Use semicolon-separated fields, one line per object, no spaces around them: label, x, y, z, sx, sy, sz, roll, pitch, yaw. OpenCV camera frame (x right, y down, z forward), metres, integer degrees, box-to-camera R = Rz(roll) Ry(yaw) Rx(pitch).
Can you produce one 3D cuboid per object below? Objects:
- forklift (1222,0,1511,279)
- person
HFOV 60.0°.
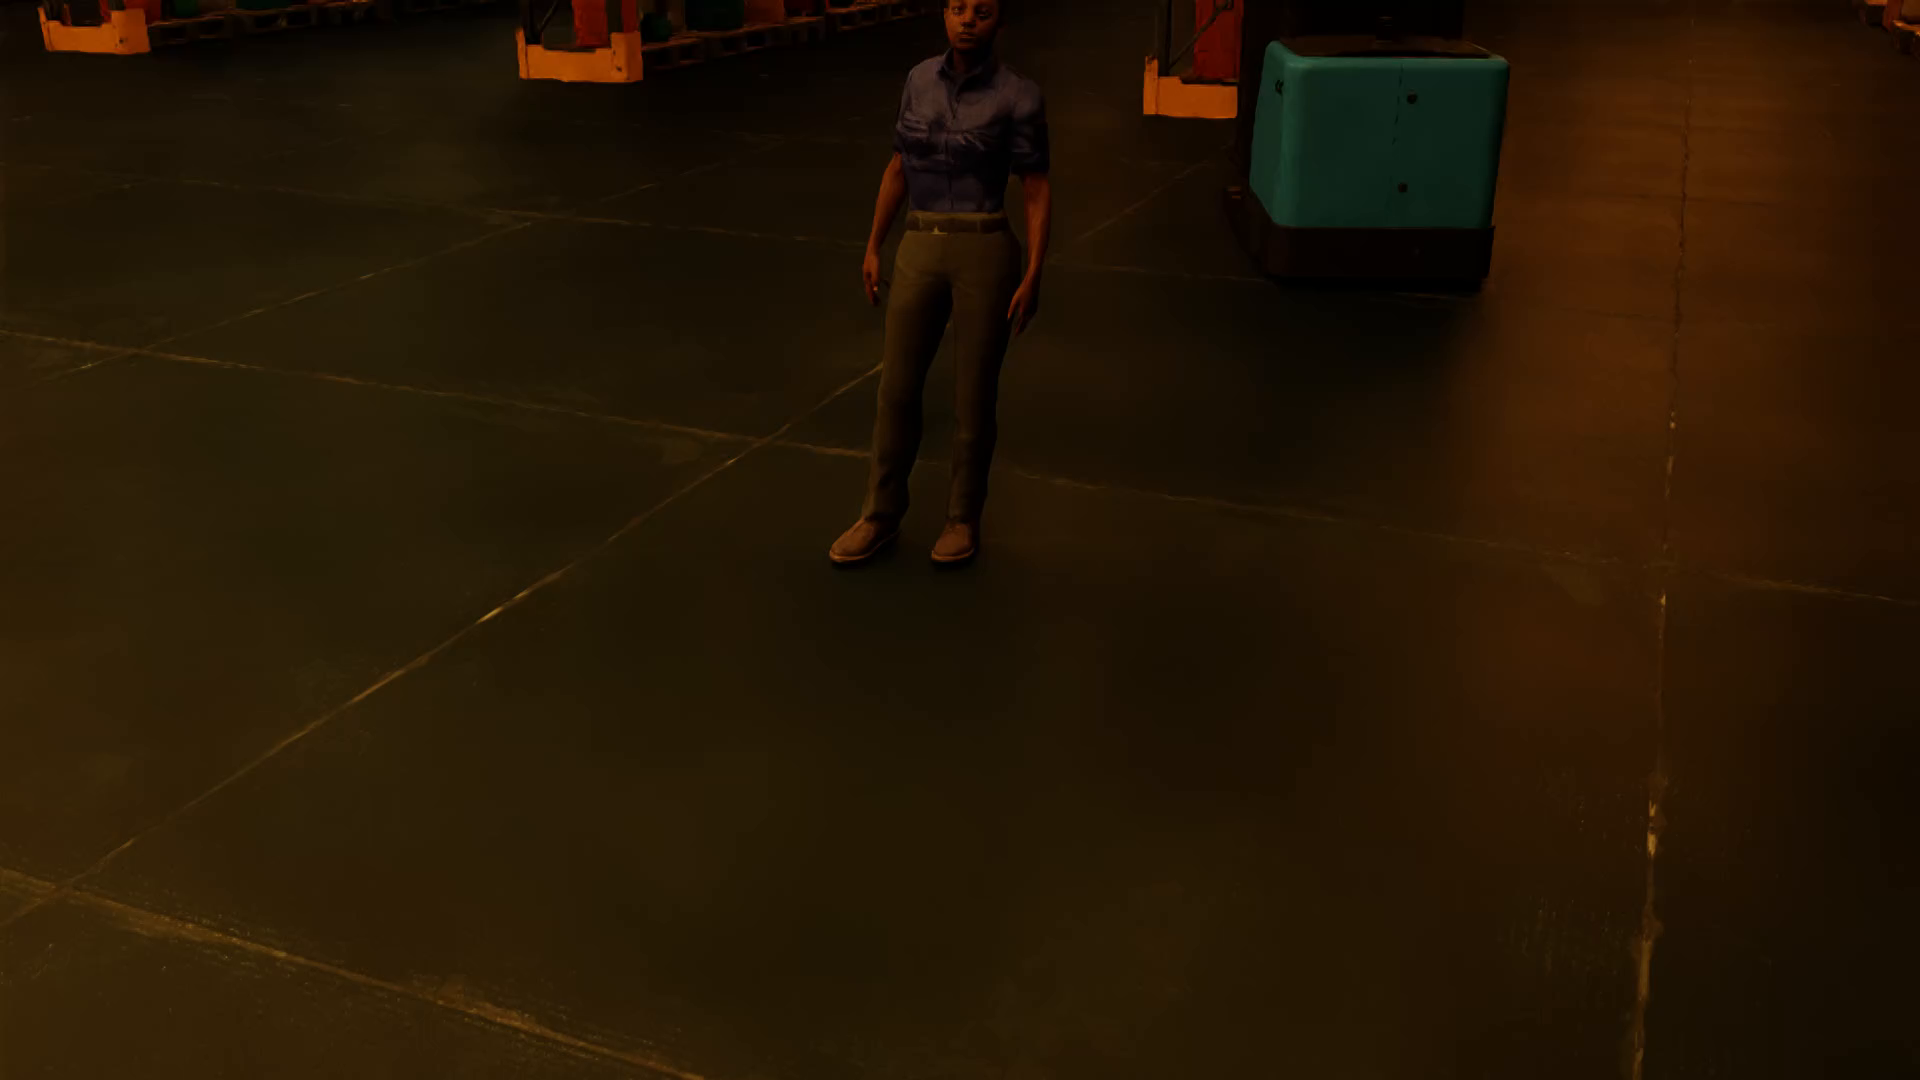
forklift;2.059;-3.110;8.732;1.130;2.935;3.031;1;23;2
person;-0.052;-0.741;4.703;0.570;1.654;0.503;9;24;21
